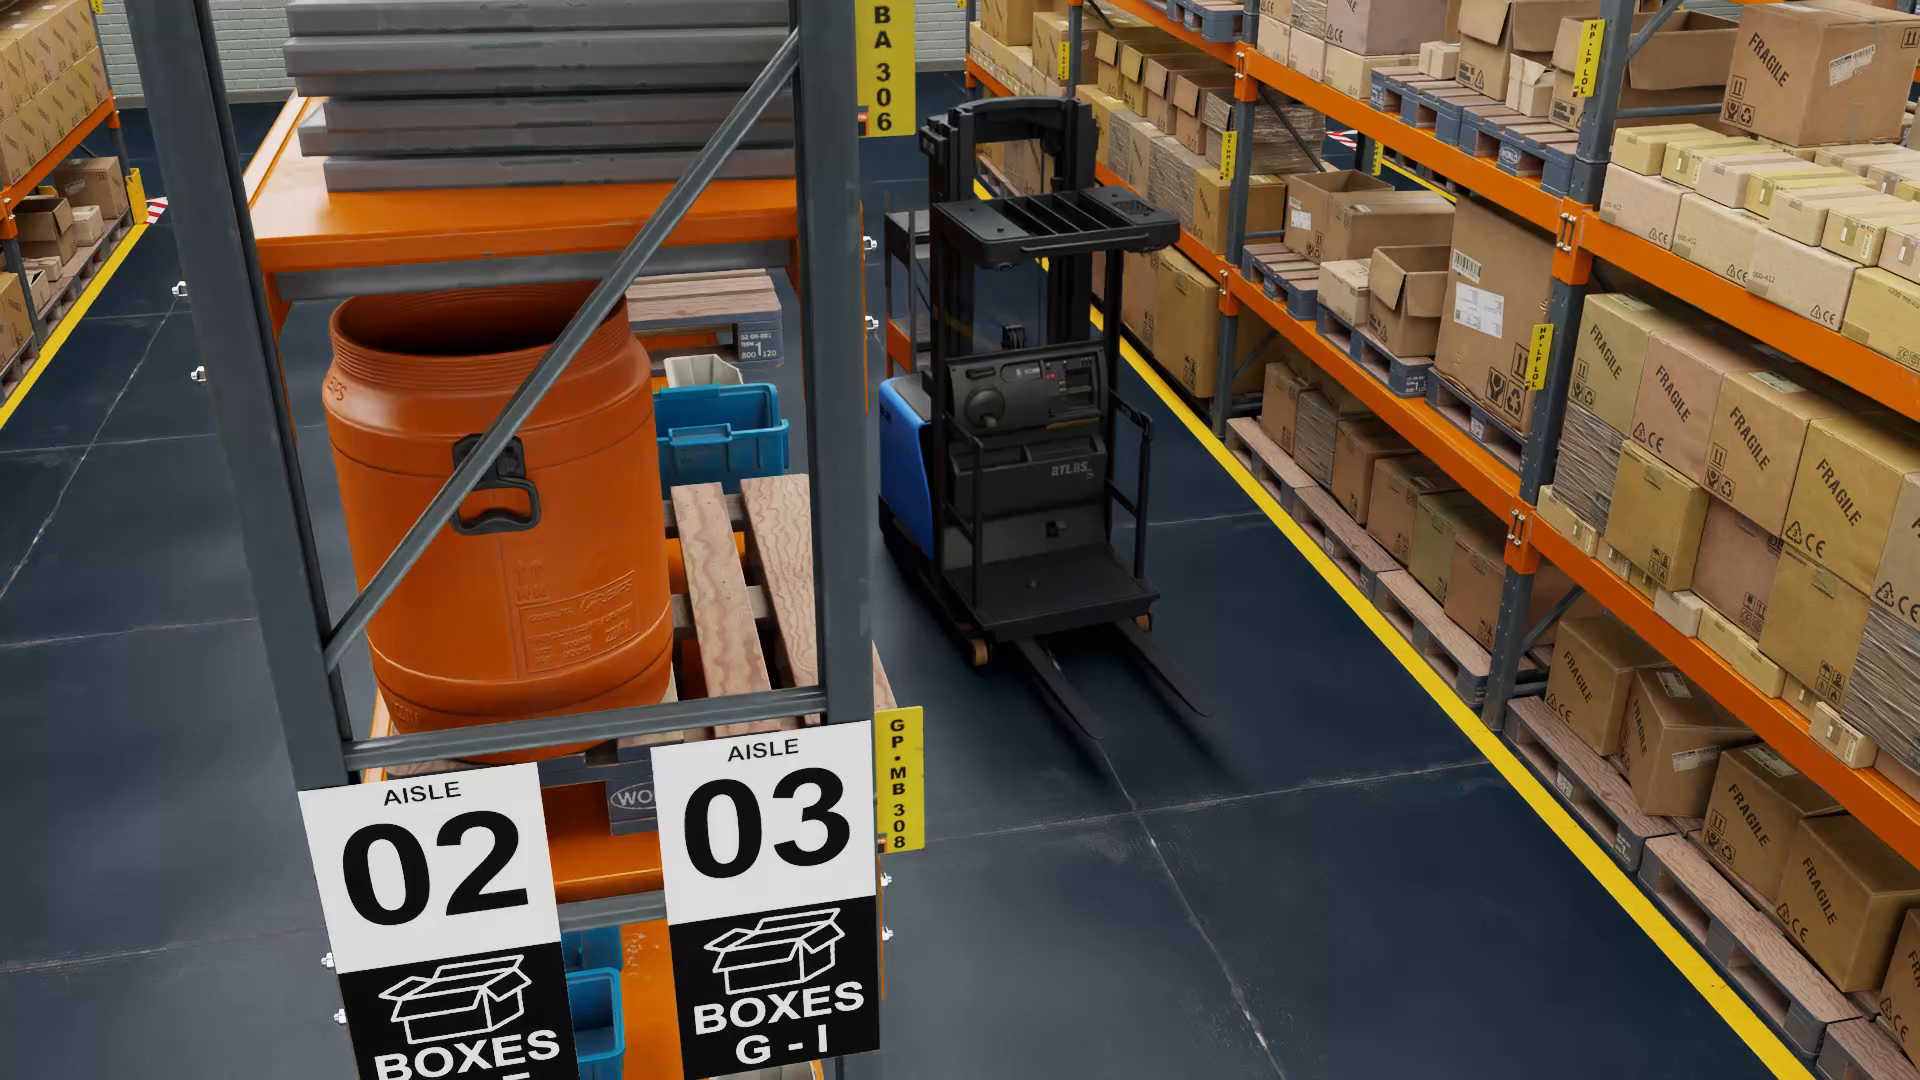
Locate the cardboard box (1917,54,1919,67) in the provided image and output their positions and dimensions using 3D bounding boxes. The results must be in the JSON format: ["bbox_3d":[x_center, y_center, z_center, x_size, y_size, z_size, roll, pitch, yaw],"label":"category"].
[{"bbox_3d":[10.646,-5.367,17.943,0.500,0.500,0.500,-7,28,-13],"label":"cardboard box"}]

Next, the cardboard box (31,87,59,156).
[{"bbox_3d":[-8.265,-3.649,14.540,0.500,0.500,0.500,-6,27,-12],"label":"cardboard box"}]

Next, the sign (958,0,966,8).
[{"bbox_3d":[0.022,-6.037,18.333,0.100,0.325,0.005,-6,27,-12],"label":"sign"}]

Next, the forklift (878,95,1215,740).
[{"bbox_3d":[0.465,-0.807,9.095,1.130,2.935,3.031,-9,28,-18],"label":"forklift"}]

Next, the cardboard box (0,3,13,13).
[{"bbox_3d":[-9.120,-4.705,15.523,0.500,0.500,0.500,-6,27,-11],"label":"cardboard box"}]

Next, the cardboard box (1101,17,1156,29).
[{"bbox_3d":[1.607,-4.550,15.439,0.500,0.500,0.500,-6,27,-12],"label":"cardboard box"}]

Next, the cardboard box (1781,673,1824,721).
[{"bbox_3d":[3.475,0.598,6.514,0.380,0.149,0.250,-6,27,-12],"label":"cardboard box"}]

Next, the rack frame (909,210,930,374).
[{"bbox_3d":[-0.119,-1.073,10.546,0.400,2.100,0.015,-10,28,-18],"label":"rack frame"}]

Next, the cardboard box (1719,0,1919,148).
[{"bbox_3d":[3.618,-1.969,6.997,0.500,0.500,0.500,-7,28,-13],"label":"cardboard box"}]

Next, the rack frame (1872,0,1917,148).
[{"bbox_3d":[7.222,-2.616,12.605,1.000,3.000,0.127,-6,27,-12],"label":"rack frame"}]

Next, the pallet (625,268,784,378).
[{"bbox_3d":[-1.299,-0.846,5.978,1.213,0.211,1.003,-6,27,-12],"label":"pallet"}]

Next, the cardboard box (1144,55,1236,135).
[{"bbox_3d":[1.916,-3.552,13.235,0.797,0.503,0.637,-5,27,-10],"label":"cardboard box"}]

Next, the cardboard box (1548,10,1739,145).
[{"bbox_3d":[3.259,-2.190,7.851,0.797,0.503,0.637,-7,28,-14],"label":"cardboard box"}]

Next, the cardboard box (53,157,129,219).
[{"bbox_3d":[-8.726,-3.532,16.704,0.500,0.500,0.500,-6,27,-12],"label":"cardboard box"}]

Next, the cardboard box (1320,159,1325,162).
[{"bbox_3d":[2.404,-2.669,12.598,0.500,0.500,0.500,-7,28,-13],"label":"cardboard box"}]

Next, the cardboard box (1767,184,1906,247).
[{"bbox_3d":[3.280,-1.217,6.227,0.380,0.149,0.250,-6,27,-13],"label":"cardboard box"}]

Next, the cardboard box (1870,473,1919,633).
[{"bbox_3d":[3.577,0.076,5.719,0.500,0.500,0.500,-6,27,-12],"label":"cardboard box"}]

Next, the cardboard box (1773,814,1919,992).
[{"bbox_3d":[3.755,1.472,6.813,0.500,0.500,0.500,-3,27,-7],"label":"cardboard box"}]

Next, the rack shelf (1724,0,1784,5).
[{"bbox_3d":[6.771,-4.512,13.830,1.077,0.370,4.000,-6,27,-12],"label":"rack shelf"}]

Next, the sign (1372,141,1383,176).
[{"bbox_3d":[2.893,-2.698,11.569,0.100,0.325,0.005,-6,27,-12],"label":"sign"}]

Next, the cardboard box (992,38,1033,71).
[{"bbox_3d":[0.642,-5.048,17.259,0.500,0.250,0.500,-7,28,-13],"label":"cardboard box"}]

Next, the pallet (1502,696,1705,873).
[{"bbox_3d":[3.454,1.135,8.267,1.003,0.211,1.213,-6,27,-12],"label":"pallet"}]

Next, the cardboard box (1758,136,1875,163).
[{"bbox_3d":[3.594,-1.611,7.008,0.380,0.149,0.250,-6,27,-11],"label":"cardboard box"}]

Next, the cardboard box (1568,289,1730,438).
[{"bbox_3d":[3.122,-0.801,7.458,0.500,0.500,0.500,-6,27,-12],"label":"cardboard box"}]

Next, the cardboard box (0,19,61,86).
[{"bbox_3d":[-8.368,-4.314,14.747,0.500,0.500,0.500,-5,27,-10],"label":"cardboard box"}]

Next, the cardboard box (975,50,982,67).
[{"bbox_3d":[0.382,-5.255,18.111,0.380,0.149,0.250,-6,27,-12],"label":"cardboard box"}]

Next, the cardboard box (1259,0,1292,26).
[{"bbox_3d":[2.222,-3.531,10.423,0.500,0.500,0.500,-6,27,-11],"label":"cardboard box"}]

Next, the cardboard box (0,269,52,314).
[{"bbox_3d":[-8.071,-2.111,14.099,0.500,0.311,0.500,-6,27,-12],"label":"cardboard box"}]

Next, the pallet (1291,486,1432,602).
[{"bbox_3d":[2.813,-0.034,10.584,1.003,0.211,1.213,-6,27,-12],"label":"pallet"}]

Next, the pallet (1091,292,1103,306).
[{"bbox_3d":[1.713,-2.337,15.146,1.003,0.211,1.213,-6,27,-12],"label":"pallet"}]

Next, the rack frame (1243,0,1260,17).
[{"bbox_3d":[2.367,-4.835,10.343,1.000,3.000,0.127,-6,27,-12],"label":"rack frame"}]

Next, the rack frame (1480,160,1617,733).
[{"bbox_3d":[3.268,-0.401,8.216,1.000,3.000,0.127,-6,27,-12],"label":"rack frame"}]

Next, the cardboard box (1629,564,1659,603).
[{"bbox_3d":[3.216,0.163,7.377,0.380,0.149,0.250,-6,27,-12],"label":"cardboard box"}]

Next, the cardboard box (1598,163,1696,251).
[{"bbox_3d":[3.120,-1.450,7.131,0.500,0.250,0.500,-7,28,-14],"label":"cardboard box"}]

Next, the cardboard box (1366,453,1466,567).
[{"bbox_3d":[2.935,-0.210,10.123,0.700,0.500,0.500,-8,28,-16],"label":"cardboard box"}]

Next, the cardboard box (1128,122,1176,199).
[{"bbox_3d":[1.674,-3.064,13.380,0.500,0.500,0.500,-5,27,-11],"label":"cardboard box"}]

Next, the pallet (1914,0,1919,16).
[{"bbox_3d":[7.419,-3.594,11.422,1.213,0.211,1.003,-5,27,-9],"label":"pallet"}]

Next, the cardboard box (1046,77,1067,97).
[{"bbox_3d":[1.110,-4.146,15.472,0.500,0.250,0.500,-6,27,-13],"label":"cardboard box"}]

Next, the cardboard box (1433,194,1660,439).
[{"bbox_3d":[3.226,-1.219,8.705,1.000,1.000,1.000,-6,27,-11],"label":"cardboard box"}]

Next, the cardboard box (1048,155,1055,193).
[{"bbox_3d":[1.395,-3.450,16.148,0.875,0.875,0.875,-6,27,-12],"label":"cardboard box"}]

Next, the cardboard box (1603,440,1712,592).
[{"bbox_3d":[3.388,-0.152,7.280,0.875,0.500,0.500,-6,27,-12],"label":"cardboard box"}]

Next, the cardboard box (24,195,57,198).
[{"bbox_3d":[-9.329,-3.370,16.773,0.380,0.149,0.250,-6,27,-12],"label":"cardboard box"}]

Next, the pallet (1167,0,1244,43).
[{"bbox_3d":[2.170,-3.689,11.611,1.213,0.211,1.003,-5,27,-9],"label":"pallet"}]

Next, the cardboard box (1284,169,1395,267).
[{"bbox_3d":[2.528,-2.156,11.116,0.500,0.500,0.500,-9,28,-18],"label":"cardboard box"}]

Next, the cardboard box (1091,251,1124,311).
[{"bbox_3d":[1.831,-2.481,14.228,1.225,0.875,0.875,-7,28,-13],"label":"cardboard box"}]

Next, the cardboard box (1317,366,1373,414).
[{"bbox_3d":[2.677,-1.049,10.954,0.500,0.250,0.500,-3,27,-6],"label":"cardboard box"}]

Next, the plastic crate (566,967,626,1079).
[{"bbox_3d":[-1.201,1.449,4.715,0.499,0.251,0.408,-6,27,-12],"label":"plastic crate"}]

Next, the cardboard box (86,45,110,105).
[{"bbox_3d":[-8.722,-4.540,16.306,0.500,0.500,0.500,-5,27,-10],"label":"cardboard box"}]

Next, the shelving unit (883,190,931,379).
[{"bbox_3d":[-0.204,-1.176,10.750,0.431,2.100,0.503,-10,28,-18],"label":"shelving unit"}]

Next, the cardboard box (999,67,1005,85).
[{"bbox_3d":[0.615,-4.803,17.216,0.380,0.149,0.250,-6,27,-12],"label":"cardboard box"}]

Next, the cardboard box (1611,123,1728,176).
[{"bbox_3d":[3.041,-1.677,7.139,0.380,0.149,0.250,-7,28,-13],"label":"cardboard box"}]

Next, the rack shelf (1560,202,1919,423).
[{"bbox_3d":[3.719,-0.541,5.962,1.077,0.370,4.000,-6,27,-12],"label":"rack shelf"}]

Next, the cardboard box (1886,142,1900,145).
[{"bbox_3d":[7.309,-3.057,12.960,0.380,0.149,0.250,-5,27,-9],"label":"cardboard box"}]

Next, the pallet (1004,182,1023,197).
[{"bbox_3d":[1.092,-3.547,17.542,1.003,0.211,1.213,-6,27,-12],"label":"pallet"}]

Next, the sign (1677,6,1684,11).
[{"bbox_3d":[6.861,-4.947,15.938,0.100,0.325,0.005,-6,27,-12],"label":"sign"}]

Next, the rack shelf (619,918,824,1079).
[{"bbox_3d":[-1.106,1.301,5.642,1.077,0.370,4.000,-6,27,-12],"label":"rack shelf"}]

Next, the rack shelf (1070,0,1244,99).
[{"bbox_3d":[1.916,-4.053,12.920,1.077,0.370,4.000,-6,27,-12],"label":"rack shelf"}]

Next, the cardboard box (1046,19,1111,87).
[{"bbox_3d":[1.101,-4.488,15.318,0.500,0.500,0.500,-5,27,-10],"label":"cardboard box"}]

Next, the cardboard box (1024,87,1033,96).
[{"bbox_3d":[0.845,-4.353,16.325,0.380,0.149,0.250,-5,27,-11],"label":"cardboard box"}]

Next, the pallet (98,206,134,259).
[{"bbox_3d":[-8.891,-3.036,16.532,1.003,0.211,1.213,-6,27,-12],"label":"pallet"}]
